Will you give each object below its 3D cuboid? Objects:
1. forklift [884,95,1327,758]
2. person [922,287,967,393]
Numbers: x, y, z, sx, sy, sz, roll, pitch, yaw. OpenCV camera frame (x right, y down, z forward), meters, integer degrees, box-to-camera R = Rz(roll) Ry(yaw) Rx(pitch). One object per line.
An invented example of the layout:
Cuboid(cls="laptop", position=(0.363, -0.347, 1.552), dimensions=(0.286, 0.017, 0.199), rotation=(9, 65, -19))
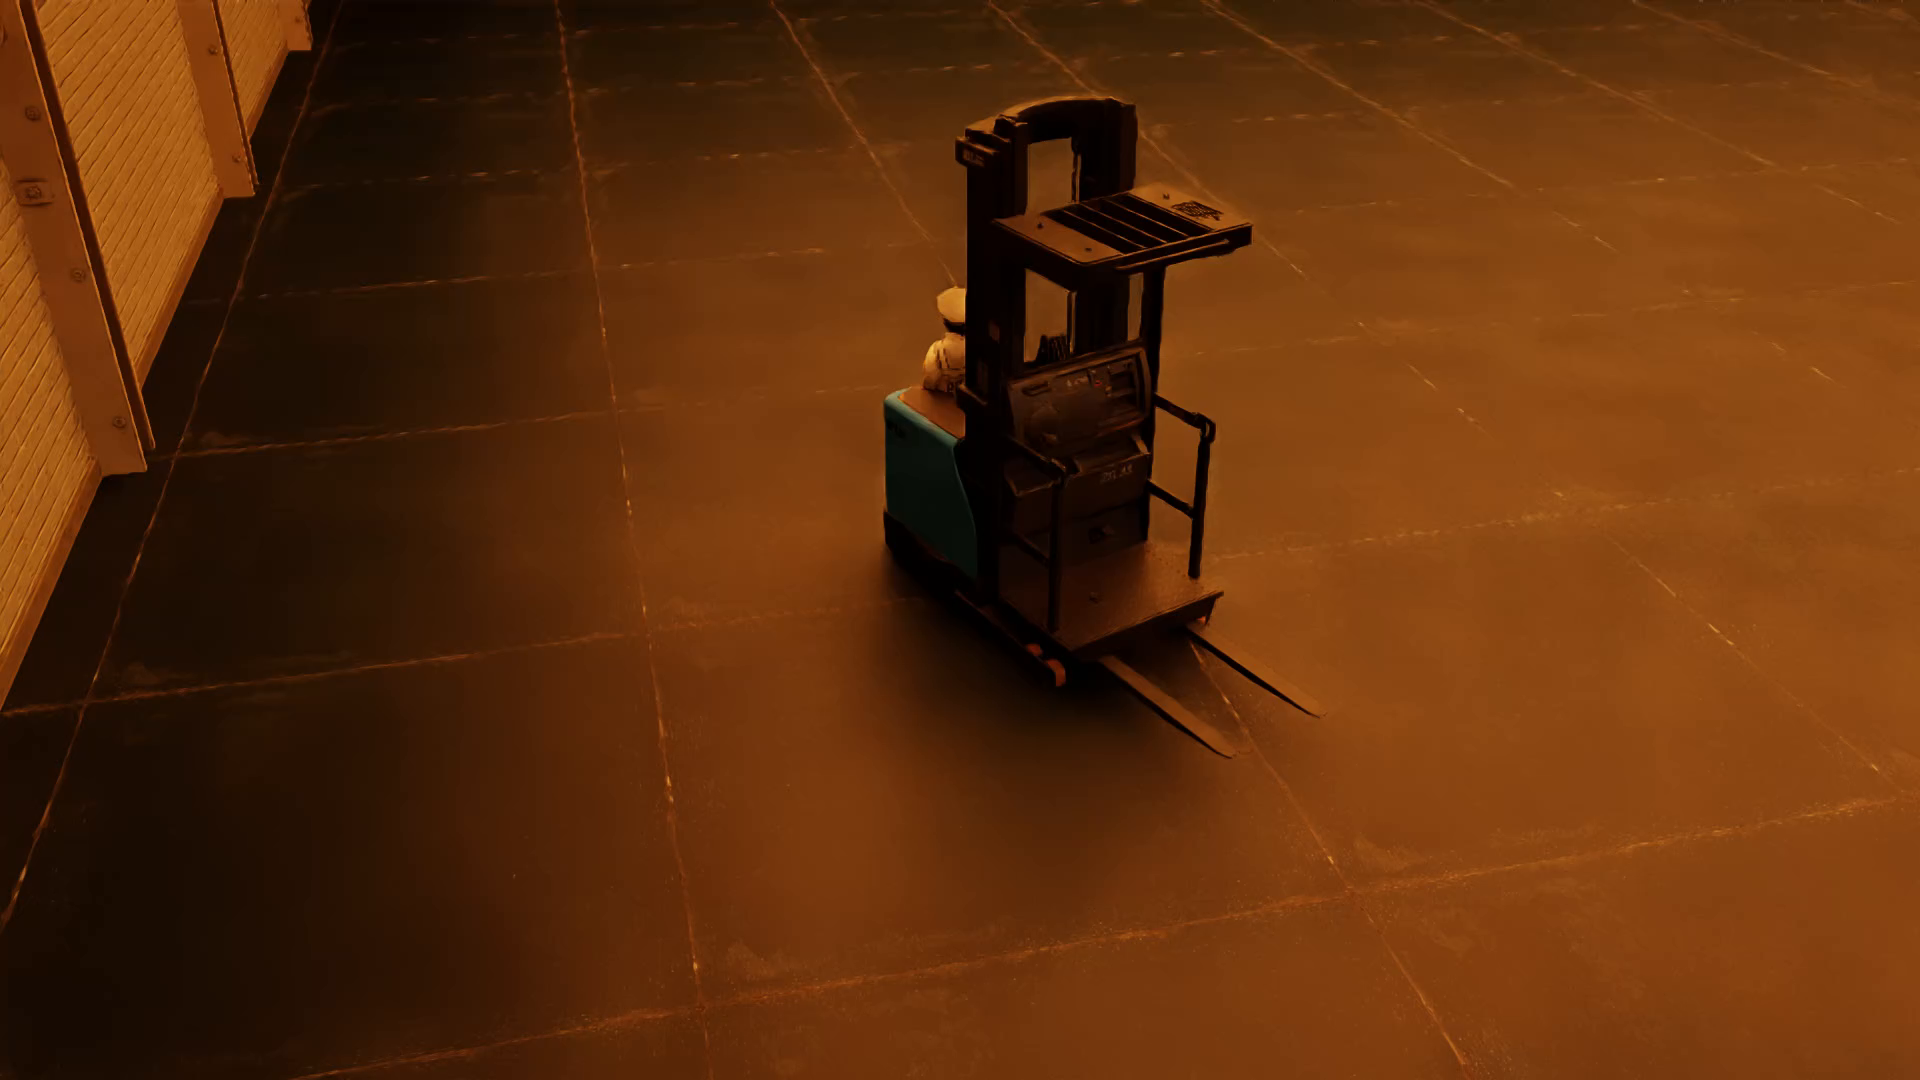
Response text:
Cuboid(cls="forklift", position=(0.766, -0.727, 8.830), dimensions=(1.130, 2.935, 3.031), rotation=(-18, 35, -29))
Cuboid(cls="person", position=(0.001, -0.779, 10.139), dimensions=(0.570, 1.695, 0.558), rotation=(-7, 31, -12))
